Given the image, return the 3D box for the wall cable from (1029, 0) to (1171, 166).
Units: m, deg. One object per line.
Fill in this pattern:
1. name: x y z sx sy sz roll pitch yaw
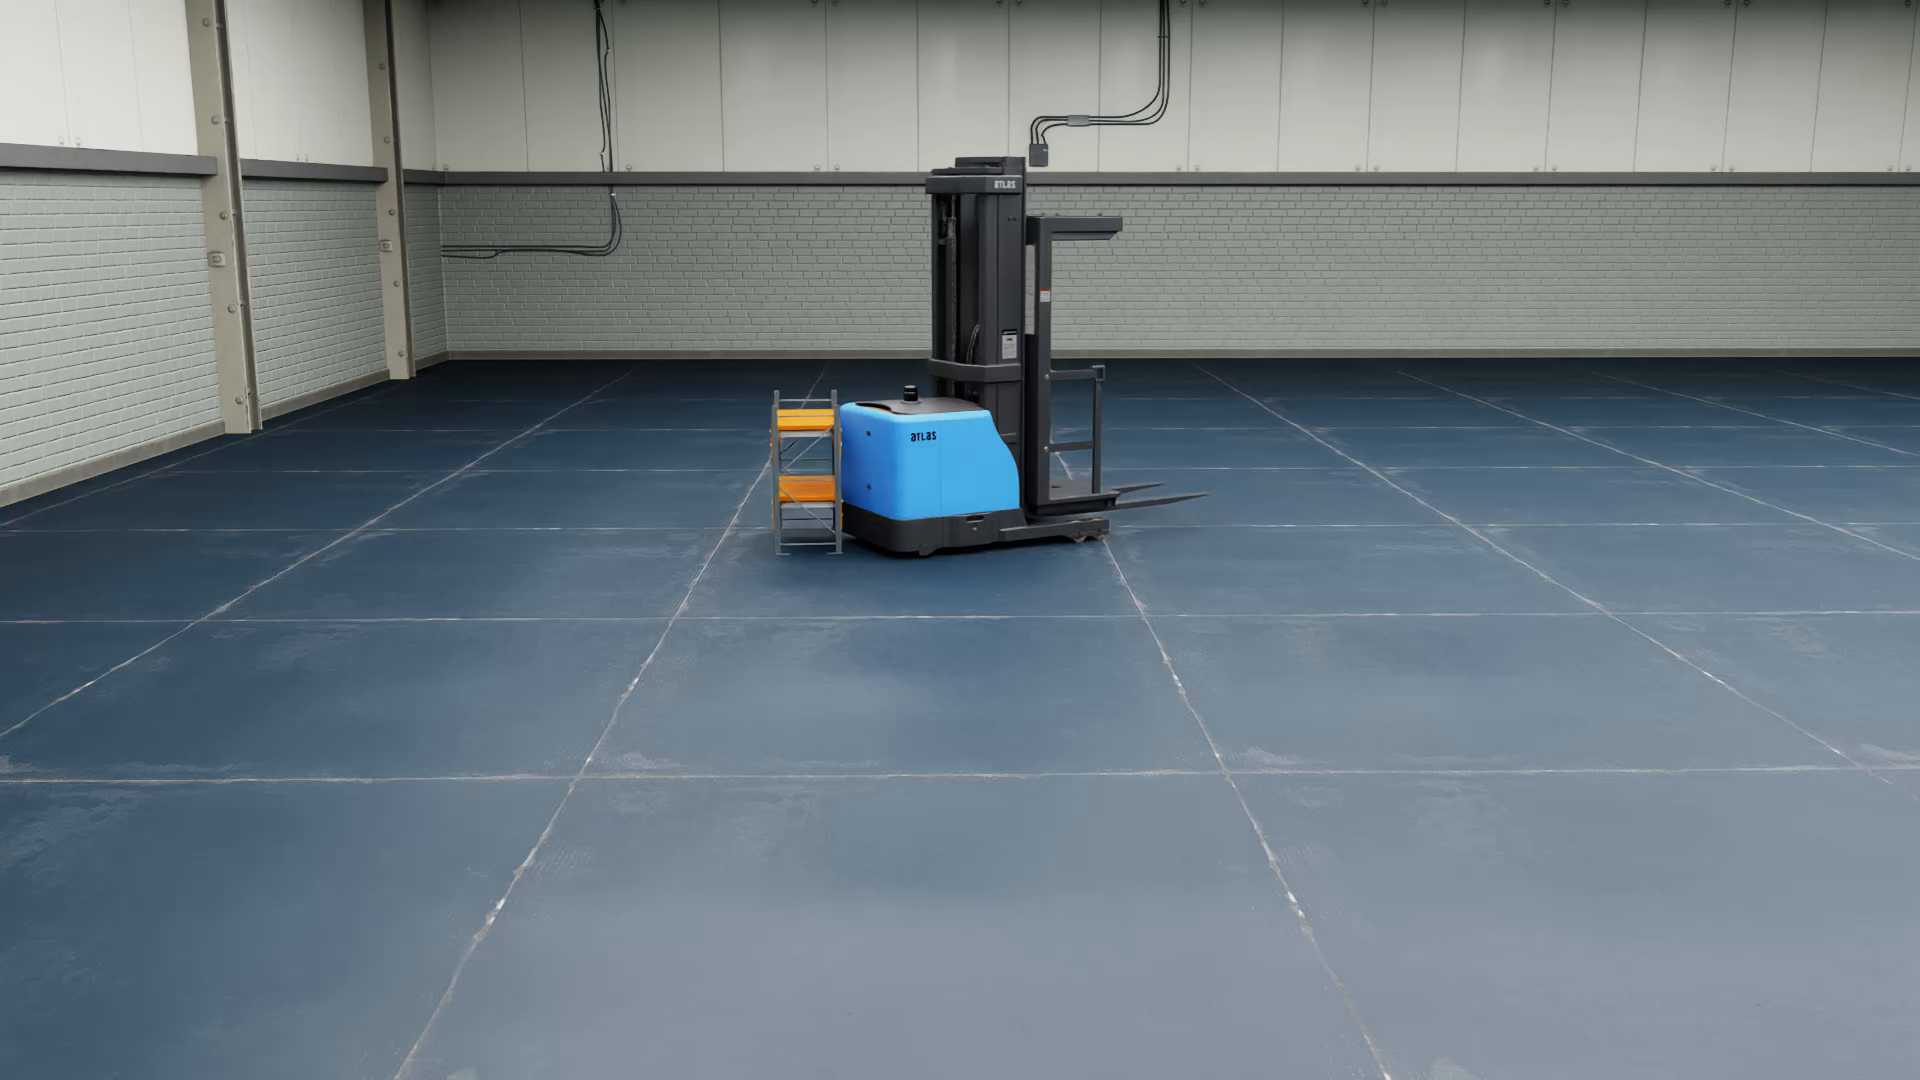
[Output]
1. wall cable: 2.307 -9.161 27.028 2.305 6.003 0.169 0 11 -1

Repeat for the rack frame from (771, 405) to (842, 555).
1. rack frame: -1.144 -0.444 12.420 0.500 1.125 0.032 -1 12 -5

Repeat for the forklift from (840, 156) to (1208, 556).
1. forklift: 0.591 -1.509 13.127 3.031 2.935 1.130 -7 13 -29

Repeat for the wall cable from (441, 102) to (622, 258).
1. wall cable: -7.185 -5.937 27.498 3.097 2.526 0.112 0 11 -1

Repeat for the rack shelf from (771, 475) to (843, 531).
1. rack shelf: -1.191 -0.305 12.964 0.538 0.278 1.000 -1 12 -5

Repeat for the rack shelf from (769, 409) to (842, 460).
1. rack shelf: -1.191 -0.832 12.858 0.538 0.278 1.000 -1 12 -5

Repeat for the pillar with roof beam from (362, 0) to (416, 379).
1. pillar with roof beam: -4.142 -6.885 24.364 9.100 9.000 0.400 0 11 -1

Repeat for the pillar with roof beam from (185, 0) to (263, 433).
1. pillar with roof beam: -4.018 -5.692 18.485 9.100 9.000 0.400 0 11 -1

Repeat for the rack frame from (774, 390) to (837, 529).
1. rack frame: -1.237 -0.646 13.412 0.500 1.125 0.032 -1 12 -5

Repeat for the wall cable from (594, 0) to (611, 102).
1. wall cable: -4.480 -8.423 27.051 3.097 2.526 0.112 0 11 -1

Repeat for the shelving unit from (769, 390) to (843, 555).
1. shelving unit: -1.191 -0.545 12.916 0.538 1.125 1.048 -1 12 -5
